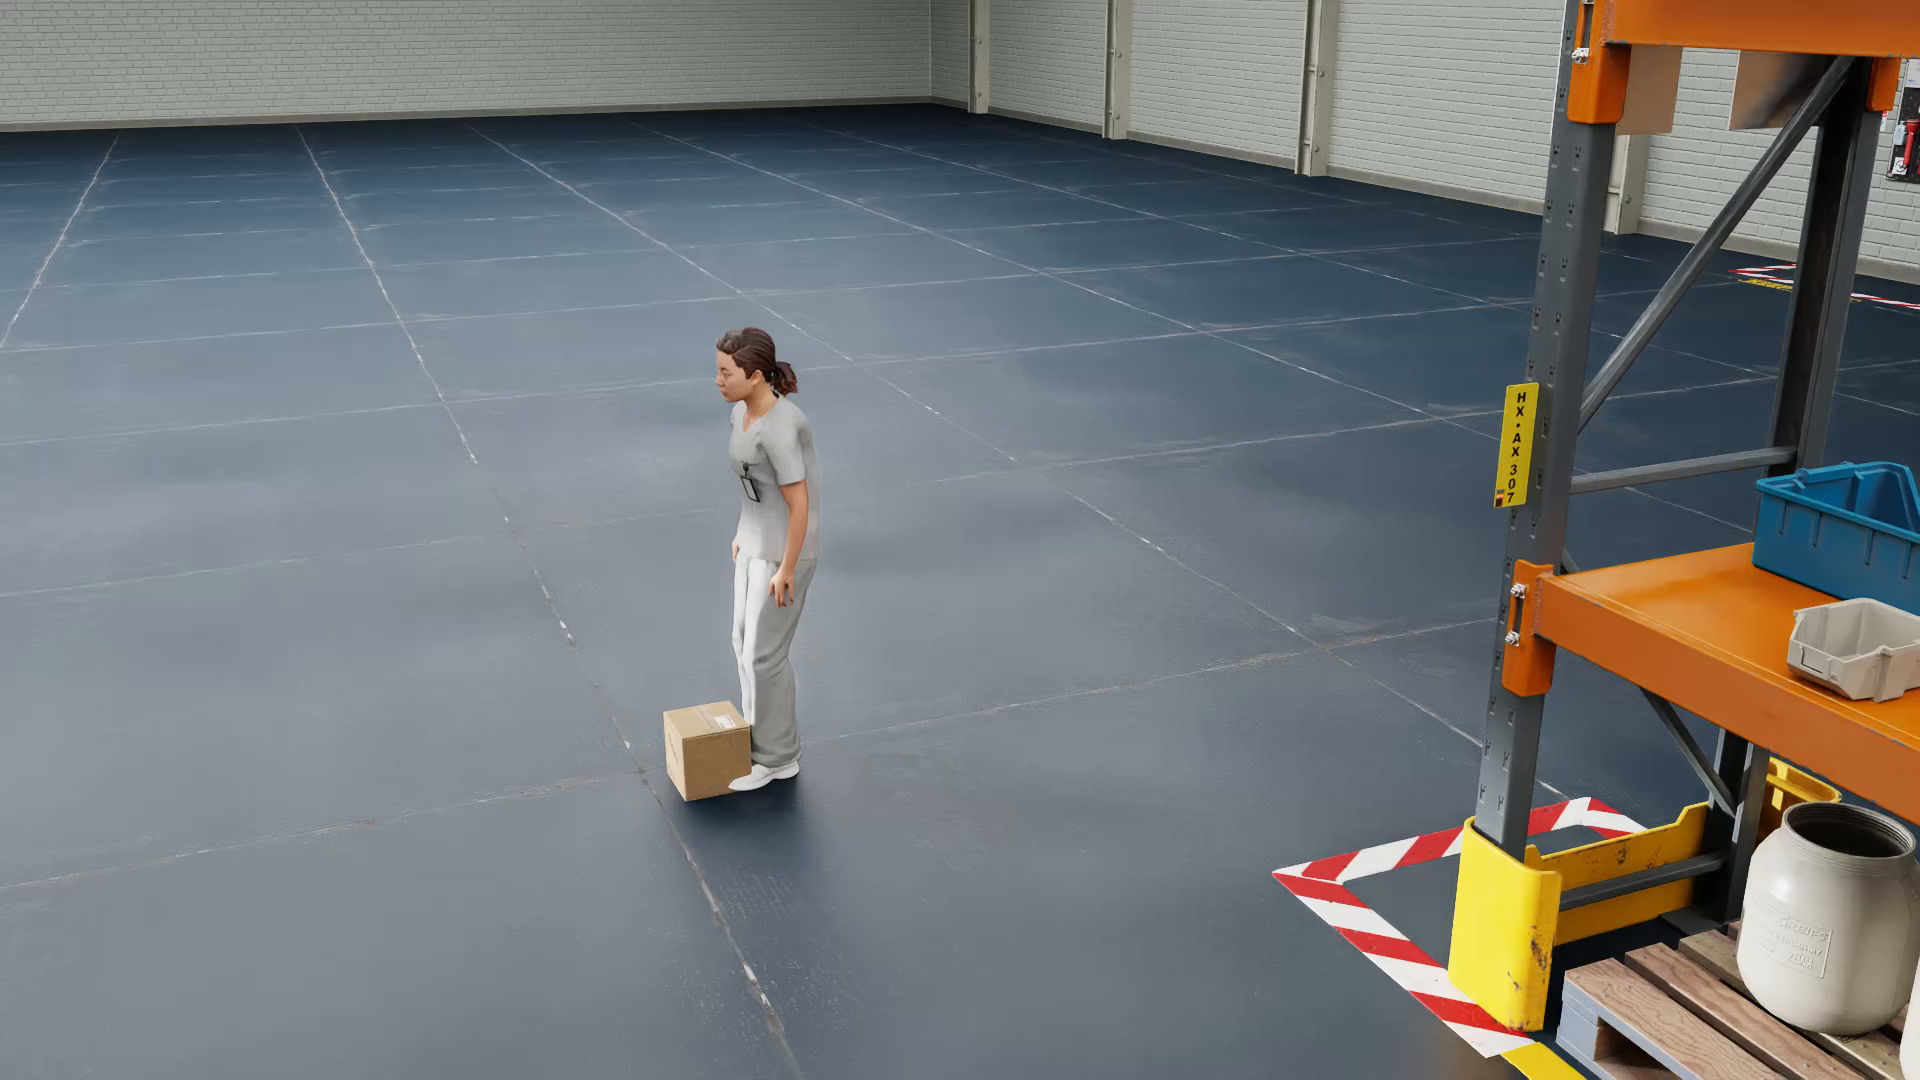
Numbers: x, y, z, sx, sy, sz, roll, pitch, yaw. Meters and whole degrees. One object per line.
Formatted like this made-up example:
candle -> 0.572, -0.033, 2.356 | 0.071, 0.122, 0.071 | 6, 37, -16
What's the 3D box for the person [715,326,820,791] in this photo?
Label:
person -> -0.713, 0.062, 5.895 | 0.416, 1.665, 0.501 | -9, 21, -25
